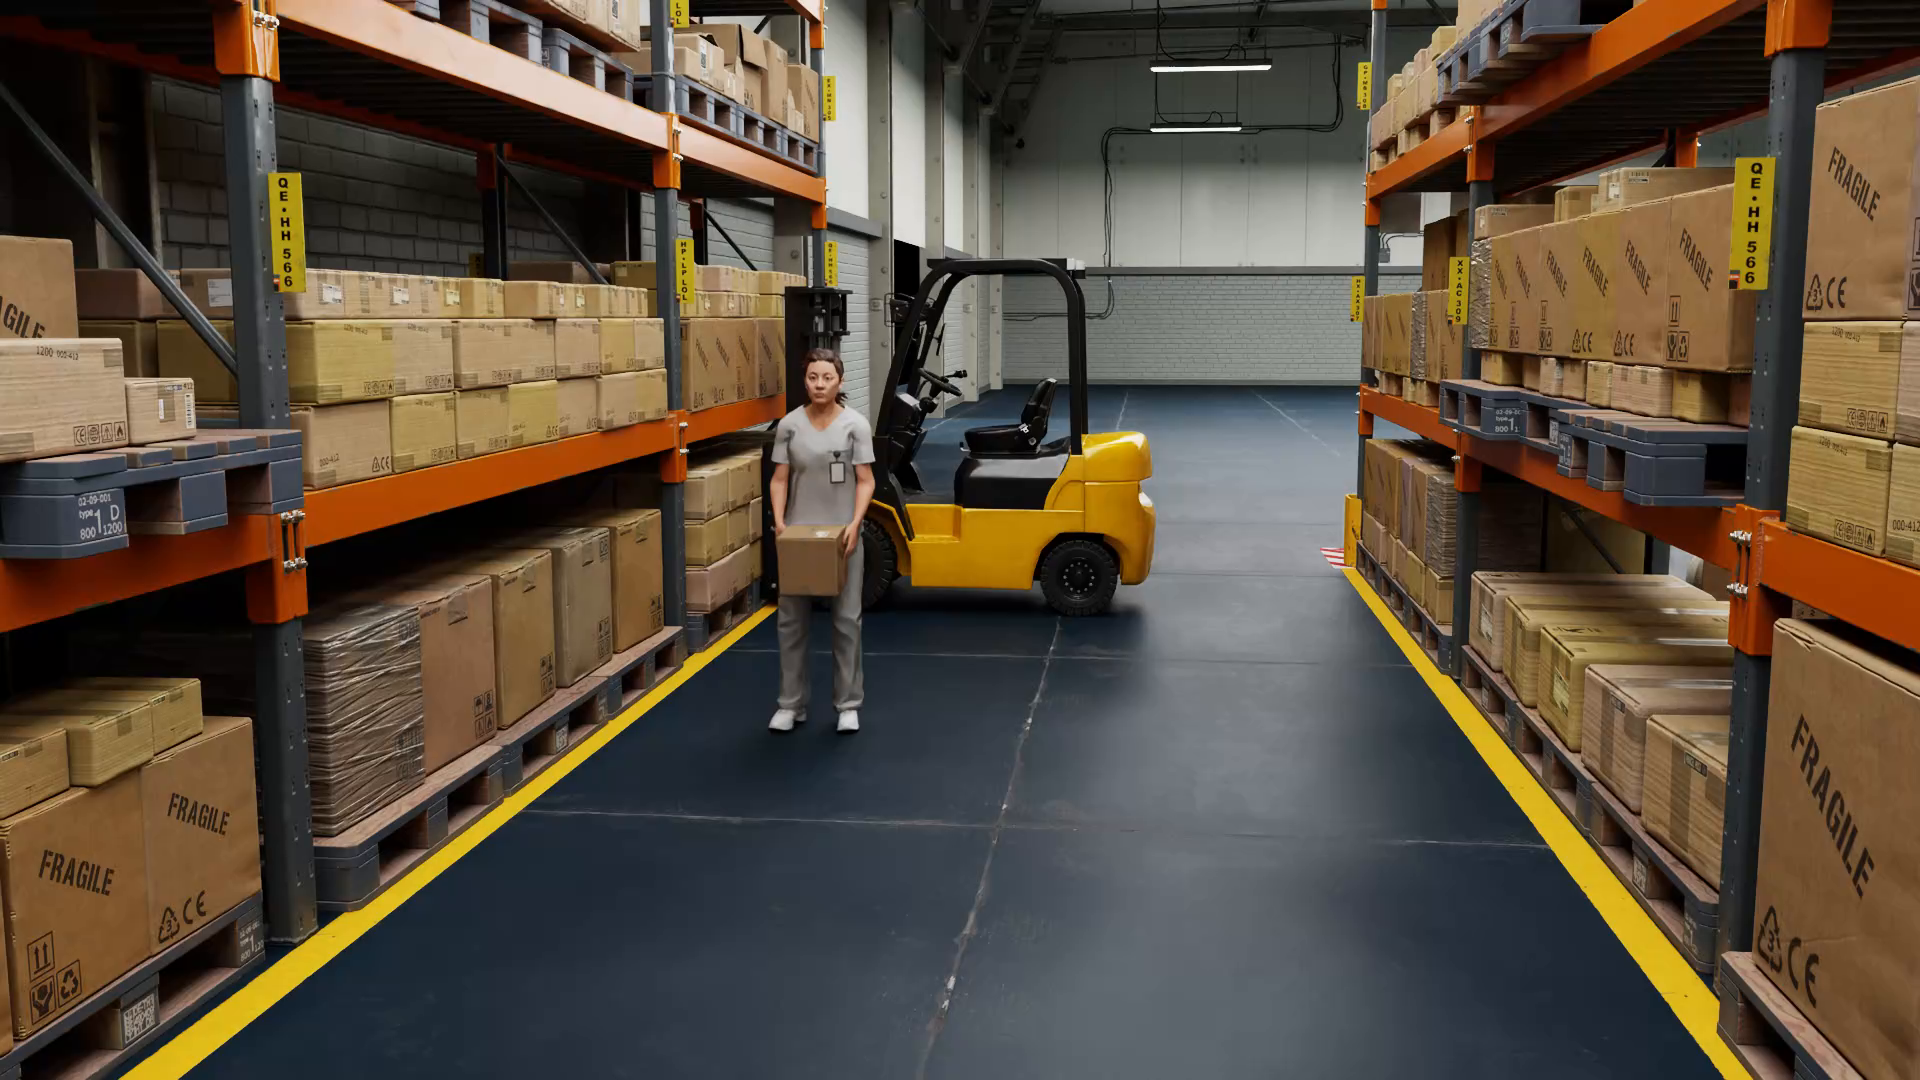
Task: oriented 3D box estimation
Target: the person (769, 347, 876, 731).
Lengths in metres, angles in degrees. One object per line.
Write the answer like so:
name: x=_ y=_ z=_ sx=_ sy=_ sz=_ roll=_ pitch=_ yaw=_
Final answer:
person: x=-0.605 y=-0.001 z=7.301 sx=0.466 sy=1.675 sz=0.412 roll=1 pitch=8 yaw=5
